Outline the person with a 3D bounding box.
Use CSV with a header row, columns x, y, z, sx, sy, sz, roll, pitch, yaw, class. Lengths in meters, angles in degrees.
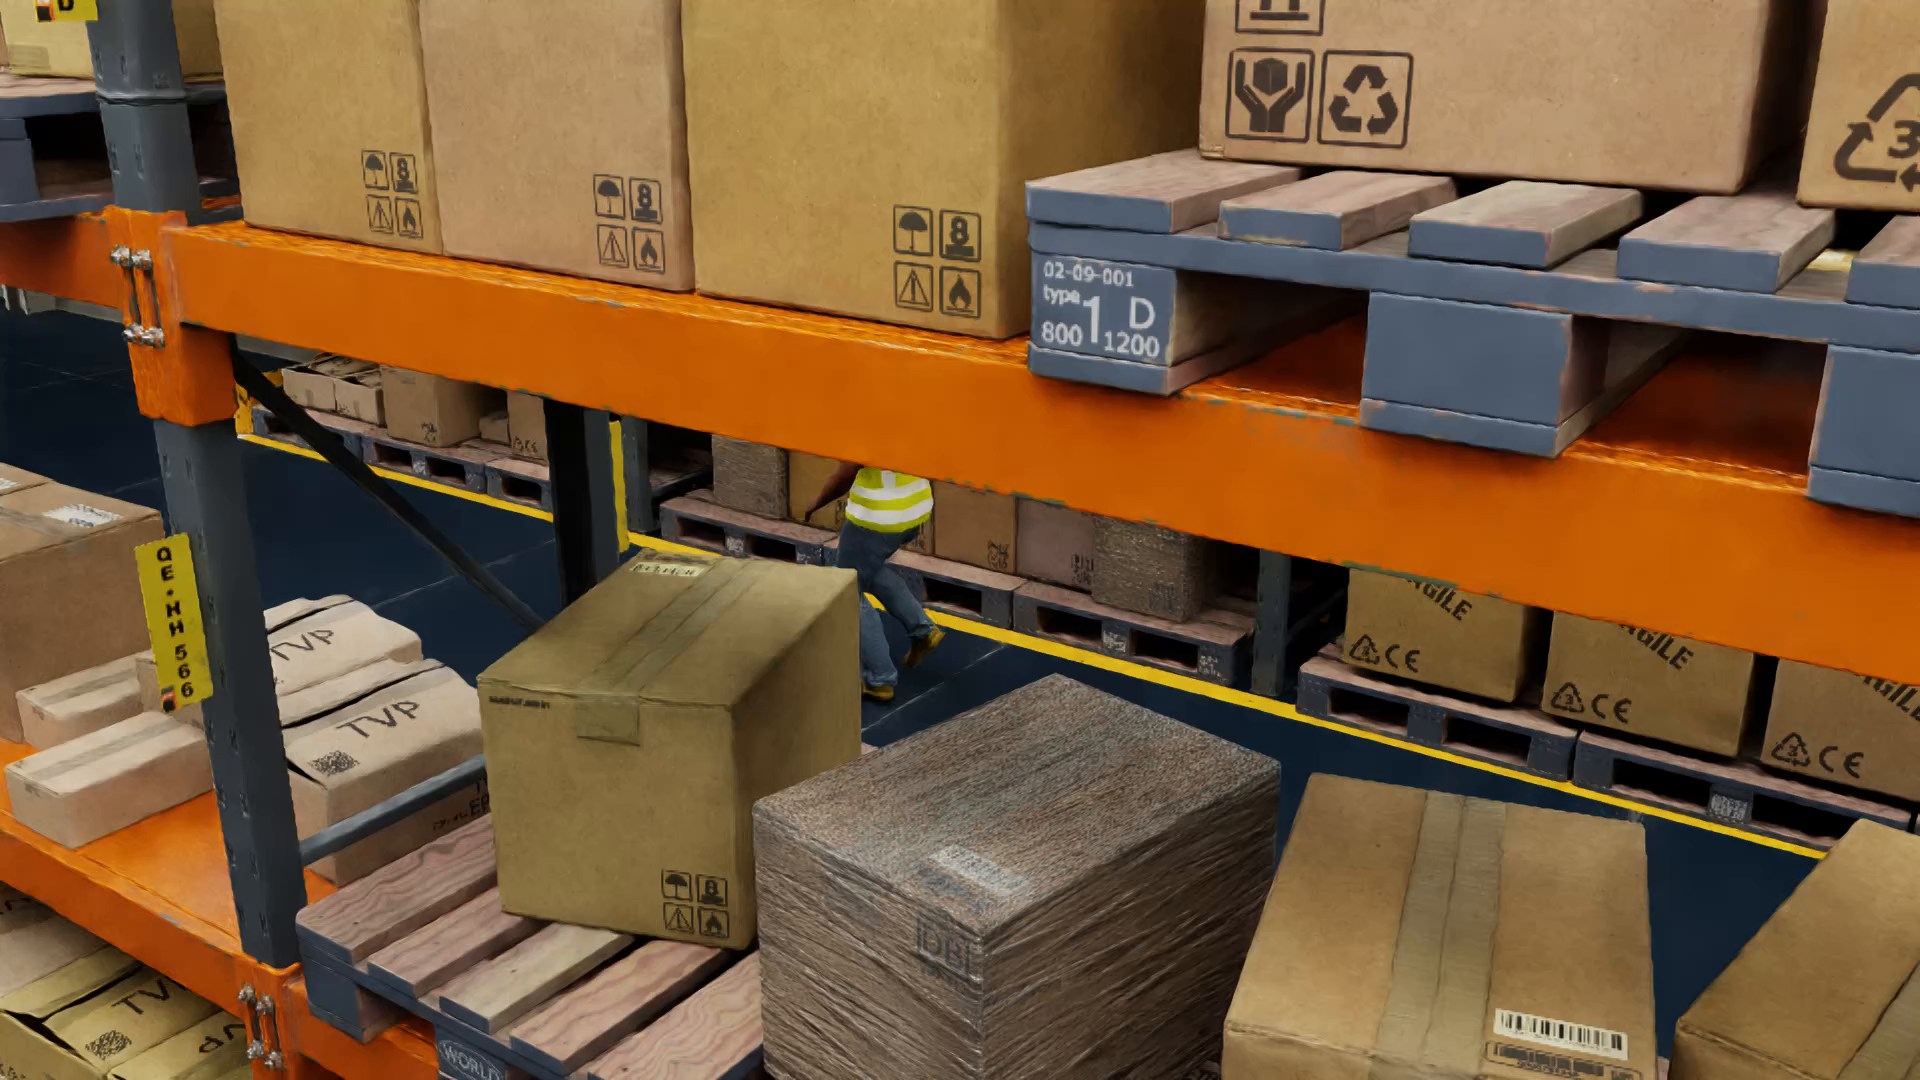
x,y,z,sx,sy,sz,roll,pitch,yaw,class
-0.372,-0.124,7.418,0.516,1.729,0.767,12,23,30,person
